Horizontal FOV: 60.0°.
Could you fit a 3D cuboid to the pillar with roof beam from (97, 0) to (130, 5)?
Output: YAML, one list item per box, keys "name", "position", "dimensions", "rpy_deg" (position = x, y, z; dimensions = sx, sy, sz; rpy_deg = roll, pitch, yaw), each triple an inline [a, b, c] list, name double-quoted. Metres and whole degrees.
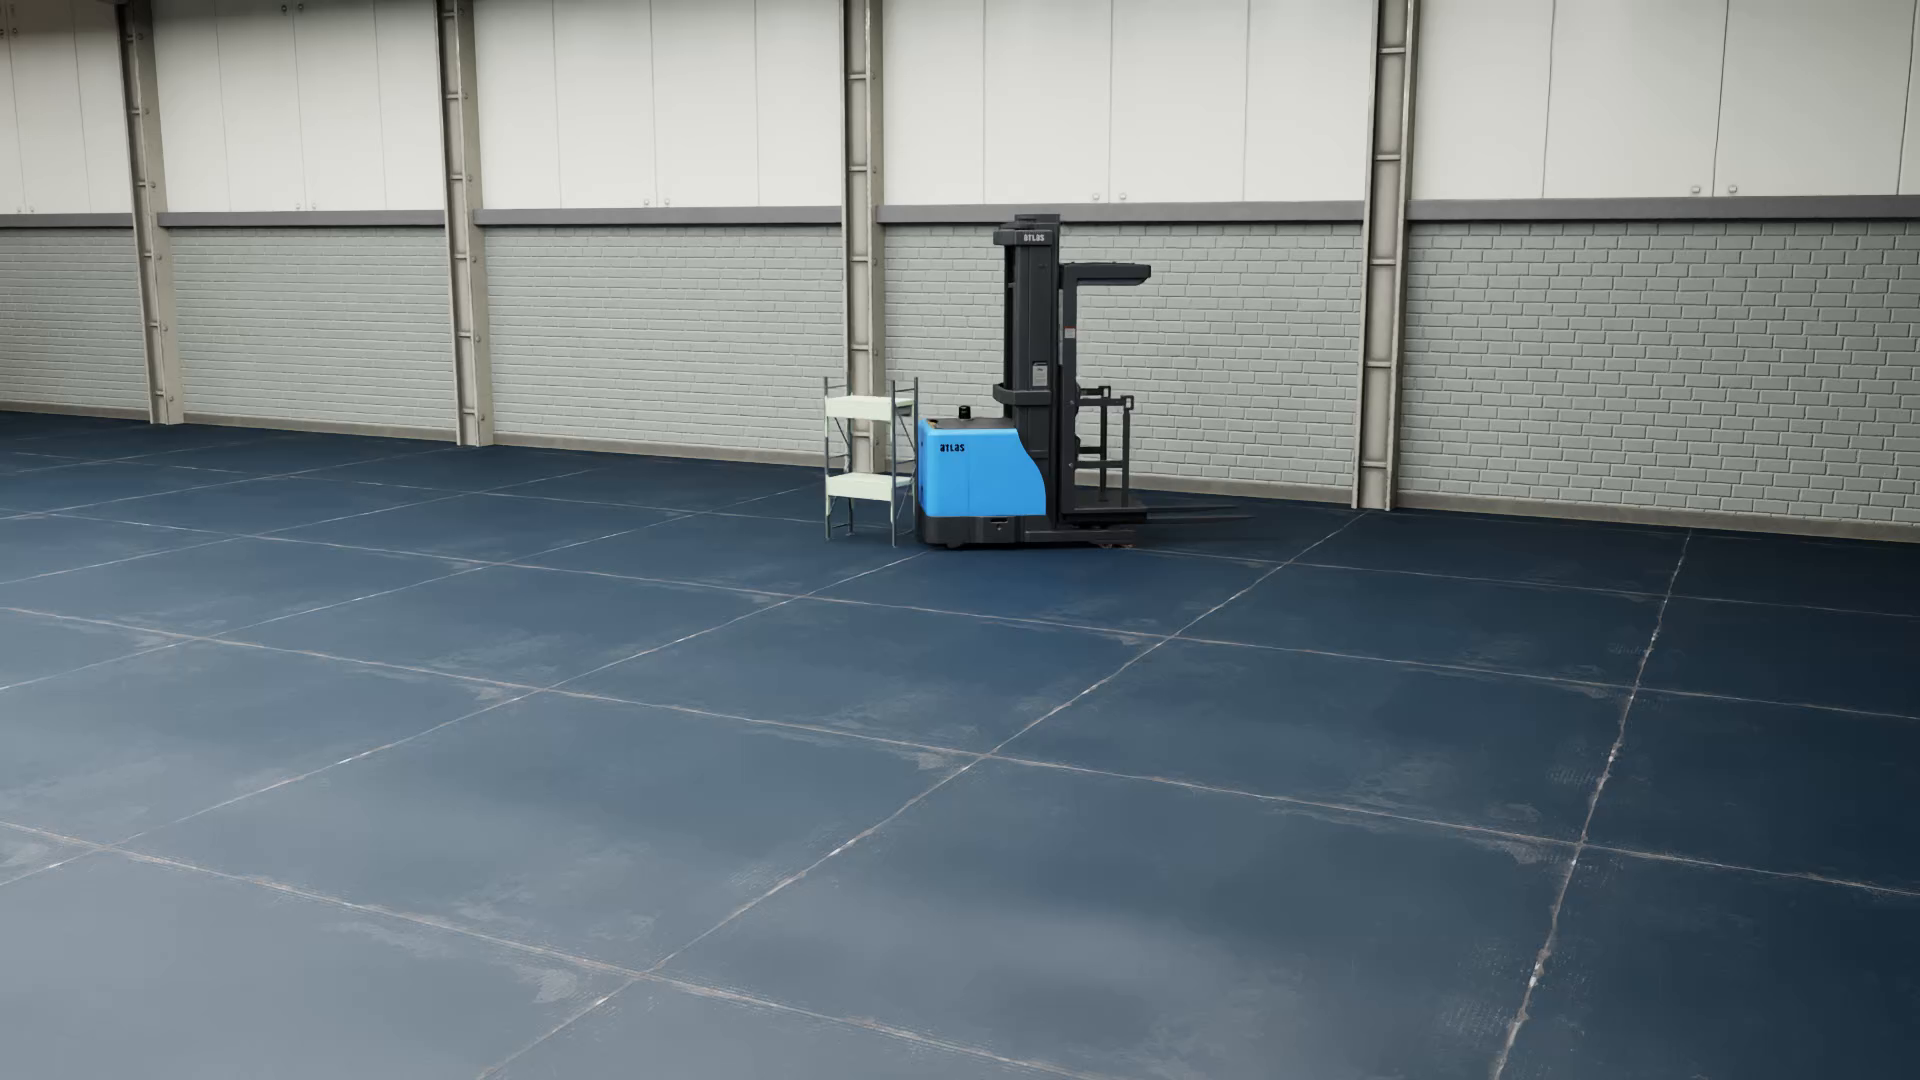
- name: "pillar with roof beam"
  position: [-13.871, -8.424, 19.645]
  dimensions: [0.548, 2.987, 8.718]
  rpy_deg: [5, 11, 26]

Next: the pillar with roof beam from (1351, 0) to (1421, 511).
- name: "pillar with roof beam"
  position: [2.356, -4.077, 12.512]
  dimensions: [0.400, 9.000, 9.100]
  rpy_deg: [5, 11, 26]

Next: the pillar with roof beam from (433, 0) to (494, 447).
- name: "pillar with roof beam"
  position: [-8.406, -5.023, 17.736]
  dimensions: [0.400, 9.000, 9.100]
  rpy_deg: [5, 11, 26]

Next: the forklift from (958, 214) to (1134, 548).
- name: "forklift"
  position: [1.152, -1.459, 15.084]
  dimensions: [3.031, 2.935, 1.121]
  rpy_deg: [-1, 10, -7]

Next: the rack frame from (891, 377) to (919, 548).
- name: "rack frame"
  position: [-0.491, -0.694, 14.874]
  dimensions: [0.023, 1.500, 0.400]
  rpy_deg: [6, 12, 31]

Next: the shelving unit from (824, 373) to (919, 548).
- name: "shelving unit"
  position: [-0.802, -0.728, 15.063]
  dimensions: [0.755, 1.500, 0.431]
  rpy_deg: [6, 12, 31]

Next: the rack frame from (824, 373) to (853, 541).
- name: "rack frame"
  position: [-1.114, -0.763, 15.252]
  dimensions: [0.023, 1.500, 0.400]
  rpy_deg: [6, 12, 31]

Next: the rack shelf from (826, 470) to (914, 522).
- name: "rack shelf"
  position: [-0.802, -0.407, 15.121]
  dimensions: [0.720, 0.370, 0.431]
  rpy_deg: [6, 12, 31]

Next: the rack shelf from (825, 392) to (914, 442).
- name: "rack shelf"
  position: [-0.802, -1.112, 14.993]
  dimensions: [0.720, 0.370, 0.431]
  rpy_deg: [6, 12, 31]
